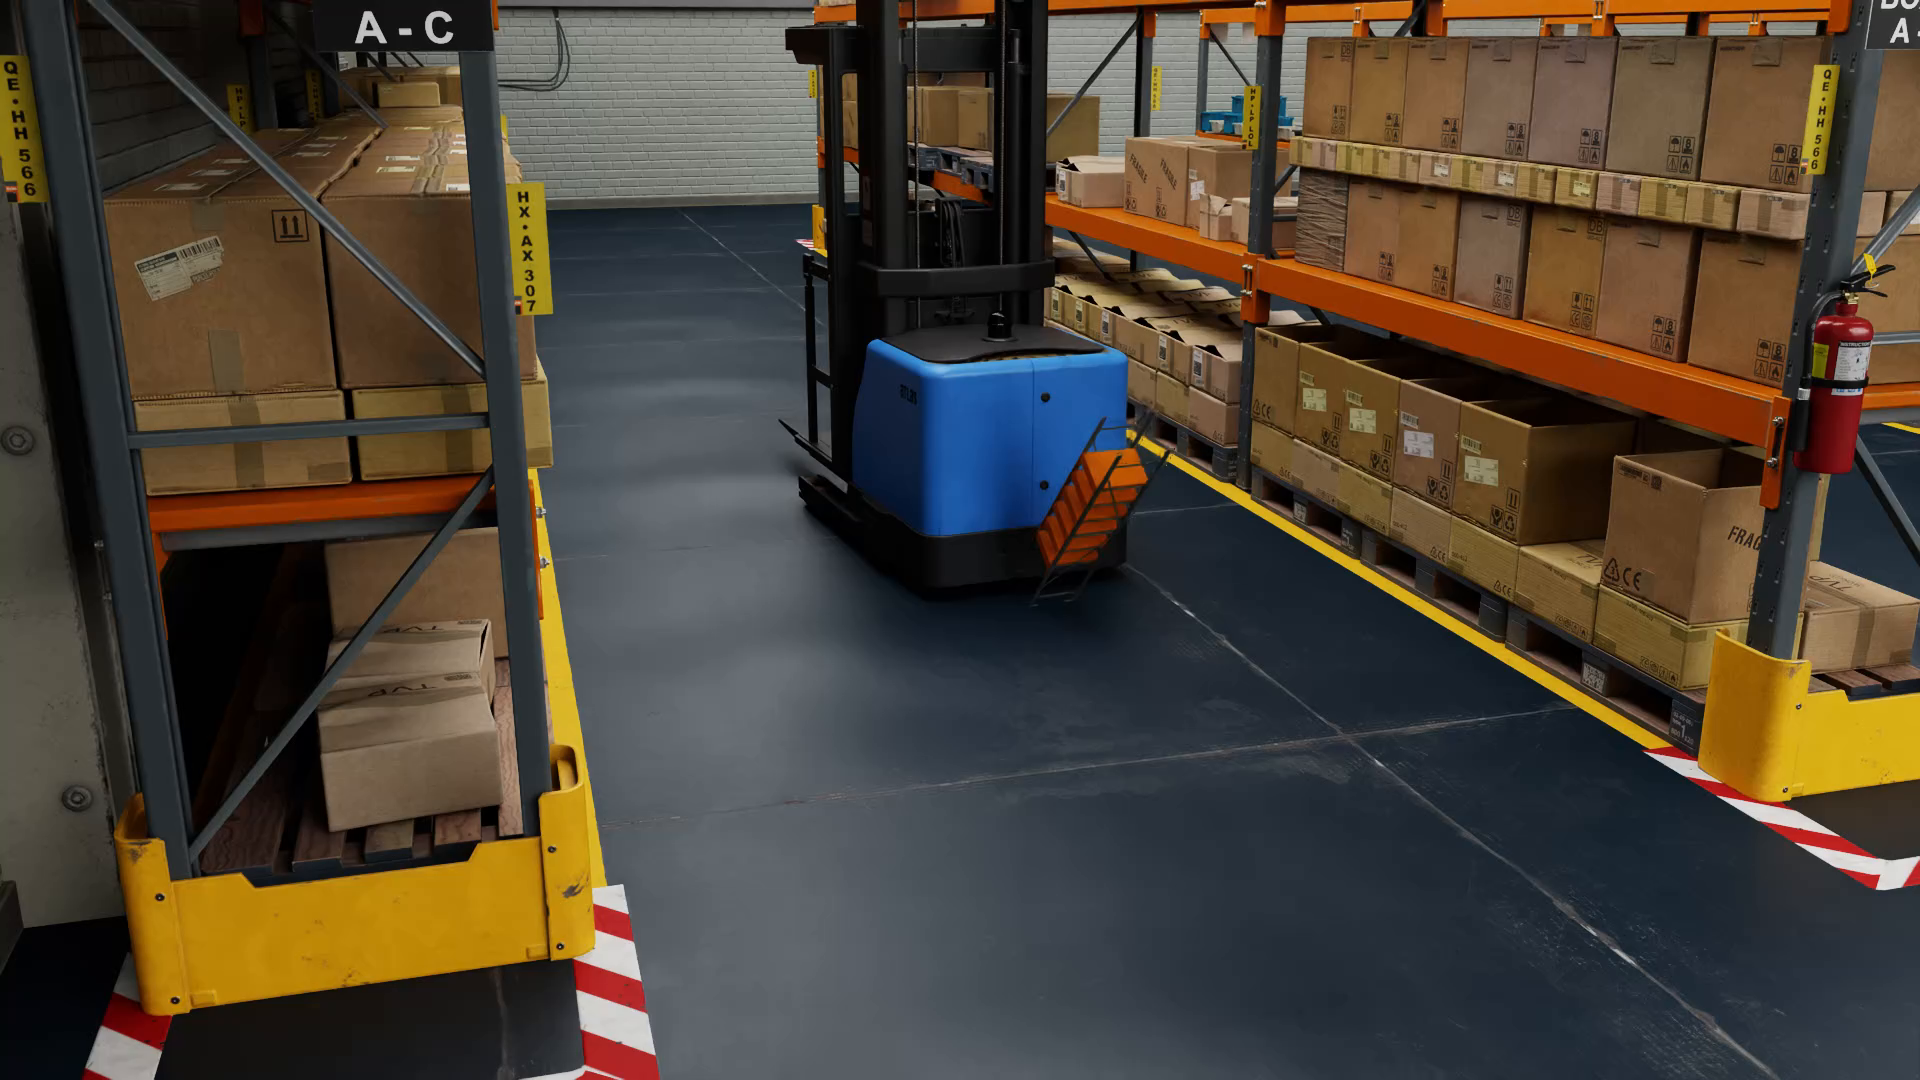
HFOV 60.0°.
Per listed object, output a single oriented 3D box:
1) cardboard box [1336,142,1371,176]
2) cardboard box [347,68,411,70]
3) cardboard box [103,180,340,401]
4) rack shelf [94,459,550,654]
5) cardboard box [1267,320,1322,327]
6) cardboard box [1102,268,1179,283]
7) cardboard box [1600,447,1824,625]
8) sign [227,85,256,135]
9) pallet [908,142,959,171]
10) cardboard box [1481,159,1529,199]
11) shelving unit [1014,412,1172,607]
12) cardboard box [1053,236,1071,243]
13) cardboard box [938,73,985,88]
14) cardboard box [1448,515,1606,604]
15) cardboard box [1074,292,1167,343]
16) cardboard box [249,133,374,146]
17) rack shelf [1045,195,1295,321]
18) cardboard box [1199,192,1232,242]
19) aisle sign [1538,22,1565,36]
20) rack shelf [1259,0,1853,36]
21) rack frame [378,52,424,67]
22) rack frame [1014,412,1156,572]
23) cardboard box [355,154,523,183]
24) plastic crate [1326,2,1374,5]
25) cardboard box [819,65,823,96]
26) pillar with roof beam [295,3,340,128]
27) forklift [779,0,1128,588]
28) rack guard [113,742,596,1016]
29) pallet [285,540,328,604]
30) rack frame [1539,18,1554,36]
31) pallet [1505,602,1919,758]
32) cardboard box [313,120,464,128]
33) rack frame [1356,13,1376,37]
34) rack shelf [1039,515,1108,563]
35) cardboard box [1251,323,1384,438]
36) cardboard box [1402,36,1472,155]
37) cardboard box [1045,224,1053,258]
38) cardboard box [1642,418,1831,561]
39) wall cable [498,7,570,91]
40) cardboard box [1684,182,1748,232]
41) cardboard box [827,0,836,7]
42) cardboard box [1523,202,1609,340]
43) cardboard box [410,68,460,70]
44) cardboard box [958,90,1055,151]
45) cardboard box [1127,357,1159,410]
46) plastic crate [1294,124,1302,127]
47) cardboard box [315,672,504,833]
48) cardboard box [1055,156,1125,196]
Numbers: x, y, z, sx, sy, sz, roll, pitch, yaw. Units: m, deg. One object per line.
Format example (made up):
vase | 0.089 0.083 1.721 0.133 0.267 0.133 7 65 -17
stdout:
cardboard box | 2.095 -1.893 8.239 0.380 0.149 0.250 -5 17 -17
cardboard box | -4.727 -3.714 13.573 0.500 0.250 0.500 -5 18 -17
cardboard box | -1.931 -0.676 4.412 0.500 0.500 0.500 -5 17 -16
rack shelf | -2.147 -0.474 6.068 1.077 0.370 4.000 -5 17 -15
cardboard box | 2.059 -1.191 10.276 0.500 0.311 0.500 -5 17 -16
cardboard box | 1.347 -1.899 12.634 0.500 0.311 0.500 -4 17 -14
cardboard box | 2.731 -0.027 6.073 0.500 0.500 0.500 -5 17 -15
sign | -3.229 -1.882 7.490 0.100 0.325 0.005 -5 17 -15
pallet | -0.019 -3.656 15.743 1.003 0.211 1.213 -5 17 -15
cardboard box | 2.448 -1.537 7.052 0.380 0.149 0.250 -5 17 -16
shelving unit | 0.540 -0.105 7.042 0.258 1.200 0.189 -7 61 -22
cardboard box | 0.685 -2.461 15.011 0.500 0.500 0.500 -5 18 -17
cardboard box | 0.008 -4.657 16.830 0.500 0.500 0.500 -4 17 -14
cardboard box | 2.445 0.057 7.099 0.500 0.250 0.500 -5 17 -15
cardboard box | 1.118 -1.570 11.540 0.500 0.311 0.500 -5 17 -17
cardboard box | -2.630 -1.379 6.752 0.500 0.500 0.500 -5 17 -16
rack shelf | 1.516 -1.974 11.059 1.077 0.370 4.000 -5 17 -15
cardboard box | 1.647 -1.929 9.894 0.396 0.266 0.258 -5 17 -17
aisle sign | 7.985 -7.108 22.381 0.394 0.787 0.004 -5 17 -15
rack shelf | 2.615 -2.304 6.944 1.077 0.370 4.000 -5 17 -15
rack frame | -5.995 -4.692 18.857 1.000 3.000 0.127 -5 17 -15
rack frame | 0.514 -0.182 7.084 0.240 1.200 0.006 -7 61 -22
cardboard box | -1.702 -0.999 5.488 0.500 0.500 0.500 -5 18 -17
plastic crate | 4.223 -5.797 17.690 0.450 0.188 0.662 -5 17 -15
cardboard box | -1.364 -5.467 19.528 0.500 0.500 0.500 -4 17 -14
pillar with roof beam | -1.780 -6.924 15.860 9.100 9.000 0.400 -5 17 -15
forklift | -0.232 -1.570 8.585 1.130 2.935 3.031 -7 18 -21
rack guard | -1.618 0.910 4.552 1.175 0.500 0.348 -5 17 -15
pallet | -2.478 0.146 7.598 1.003 0.211 1.213 -5 17 -15
rack frame | 8.293 -5.866 22.768 1.000 3.000 0.127 -5 17 -15
pallet | 2.914 0.469 6.524 1.003 0.211 1.213 -5 17 -15
cardboard box | -2.950 -1.929 8.723 0.700 0.500 0.500 -3 17 -10
rack frame | 4.630 -4.368 17.781 1.000 3.000 0.127 -5 17 -15
rack shelf | 0.496 -0.019 7.176 0.258 0.103 0.180 -7 61 -22
cardboard box | 1.892 -0.855 8.831 0.500 0.500 0.500 -5 17 -15
cardboard box | 2.470 -2.034 7.579 0.700 0.500 0.500 -5 17 -15
cardboard box | 0.464 -2.499 13.836 0.500 0.250 0.500 -4 17 -13
cardboard box | 3.092 -0.206 6.670 0.500 0.500 0.500 -5 17 -15
wall cable | -7.205 -7.670 23.743 3.097 2.526 0.112 -5 17 -15
cardboard box | 2.803 -1.180 5.865 0.380 0.149 0.250 -4 17 -14
cardboard box | -1.211 -6.147 18.750 0.500 0.250 0.500 -5 17 -15
cardboard box | 2.769 -1.119 6.790 0.700 0.500 0.500 -5 17 -15
cardboard box | -4.249 -3.752 13.699 0.500 0.250 0.500 -4 17 -14
cardboard box | 0.412 -3.743 14.795 0.700 0.500 0.500 -10 19 -29
cardboard box | 1.394 -1.022 10.692 0.500 0.250 0.500 -4 17 -14
plastic crate | 4.194 -4.929 20.002 0.298 0.136 0.250 -5 17 -15
cardboard box | -1.701 0.613 5.107 0.500 0.311 0.500 -7 18 -22
cardboard box | 1.024 -2.725 12.463 0.500 0.311 0.500 -4 17 -12
